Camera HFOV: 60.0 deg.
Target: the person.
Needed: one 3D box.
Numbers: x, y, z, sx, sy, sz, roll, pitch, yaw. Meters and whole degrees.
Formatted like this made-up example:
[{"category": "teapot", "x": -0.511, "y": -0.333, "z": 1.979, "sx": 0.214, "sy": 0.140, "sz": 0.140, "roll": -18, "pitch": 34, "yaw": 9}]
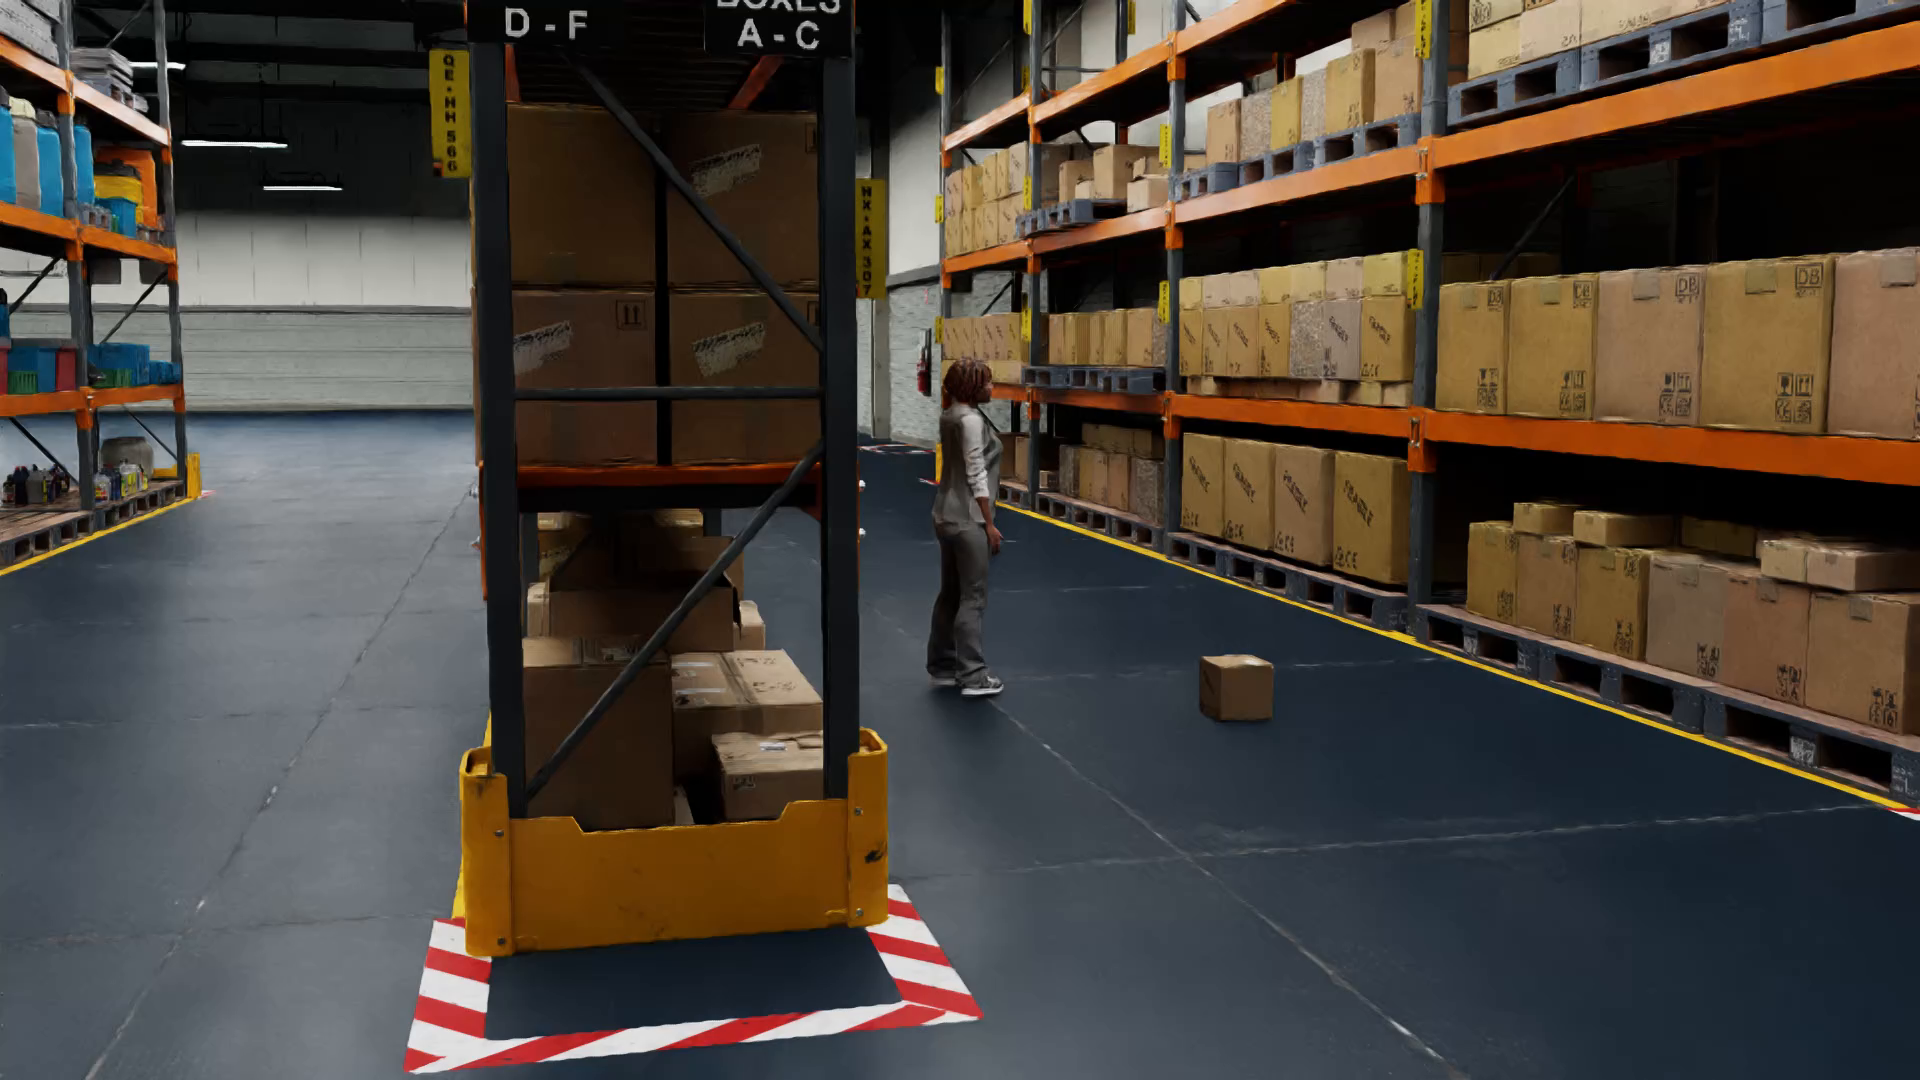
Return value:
[{"category": "person", "x": 0.042, "y": -0.069, "z": 7.864, "sx": 0.352, "sy": 1.599, "sz": 0.429, "roll": -1, "pitch": 6, "yaw": -13}]
